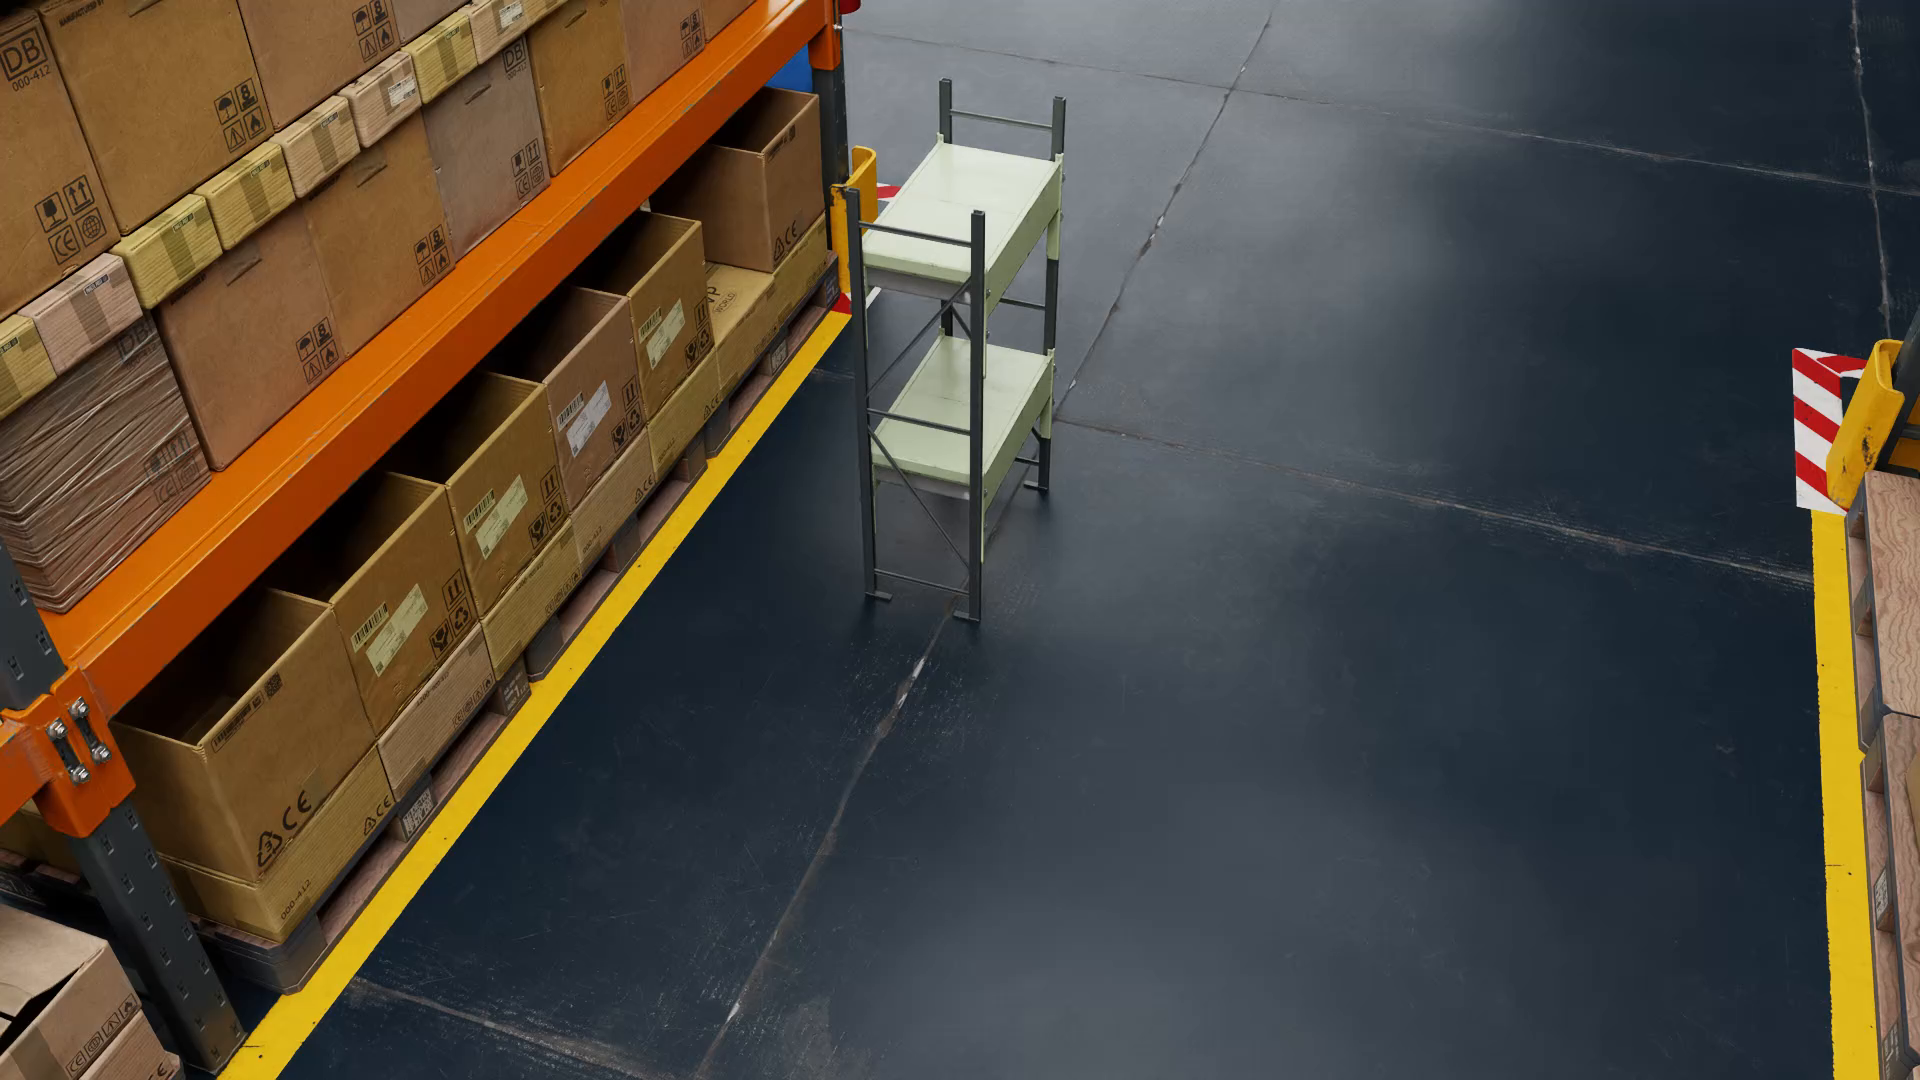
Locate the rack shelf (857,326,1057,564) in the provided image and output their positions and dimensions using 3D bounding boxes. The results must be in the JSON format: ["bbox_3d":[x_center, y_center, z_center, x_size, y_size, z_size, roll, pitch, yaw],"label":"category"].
[{"bbox_3d":[0.002,-0.327,5.480,0.431,0.370,0.720,13,42,15],"label":"rack shelf"}]

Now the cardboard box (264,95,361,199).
[{"bbox_3d":[-1.689,-0.971,4.000,0.380,0.149,0.250,12,42,14],"label":"cardboard box"}]

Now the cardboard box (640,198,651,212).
[{"bbox_3d":[-1.336,-1.218,6.661,0.500,0.250,0.500,13,42,15],"label":"cardboard box"}]

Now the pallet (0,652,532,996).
[{"bbox_3d":[-2.000,0.643,4.833,1.003,0.211,1.213,13,42,15],"label":"pallet"}]

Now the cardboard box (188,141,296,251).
[{"bbox_3d":[-1.777,-0.819,3.822,0.380,0.149,0.250,13,42,15],"label":"cardboard box"}]

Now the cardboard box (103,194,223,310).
[{"bbox_3d":[-1.865,-0.659,3.634,0.380,0.149,0.250,12,42,14],"label":"cardboard box"}]

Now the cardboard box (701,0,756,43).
[{"bbox_3d":[-1.115,-2.138,5.867,0.700,0.500,0.500,13,42,15],"label":"cardboard box"}]

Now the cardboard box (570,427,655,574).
[{"bbox_3d":[-1.351,-0.185,5.451,0.500,0.250,0.500,13,42,15],"label":"cardboard box"}]

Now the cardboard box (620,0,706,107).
[{"bbox_3d":[-1.291,-1.816,5.491,0.700,0.500,0.500,14,43,16],"label":"cardboard box"}]

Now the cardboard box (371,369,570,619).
[{"bbox_3d":[-1.517,-0.164,4.849,0.500,0.500,0.500,13,42,15],"label":"cardboard box"}]

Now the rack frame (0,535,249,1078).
[{"bbox_3d":[-2.312,0.058,3.371,1.000,3.000,0.127,13,42,15],"label":"rack frame"}]

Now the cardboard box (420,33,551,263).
[{"bbox_3d":[-1.642,-1.193,4.760,0.700,0.500,0.500,15,43,16],"label":"cardboard box"}]

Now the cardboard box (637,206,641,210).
[{"bbox_3d":[-1.505,-1.197,6.060,0.500,0.500,0.500,13,42,15],"label":"cardboard box"}]

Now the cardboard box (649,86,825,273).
[{"bbox_3d":[-0.848,-1.387,6.282,0.500,0.500,0.500,13,42,15],"label":"cardboard box"}]

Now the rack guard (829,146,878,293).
[{"bbox_3d":[-0.936,-1.445,7.059,1.175,0.500,0.348,13,42,15],"label":"rack guard"}]

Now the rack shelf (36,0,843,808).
[{"bbox_3d":[-1.628,-0.888,5.034,1.077,0.370,4.000,13,42,15],"label":"rack shelf"}]

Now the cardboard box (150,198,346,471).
[{"bbox_3d":[-1.992,-0.575,4.036,0.700,0.500,0.500,13,42,15],"label":"cardboard box"}]

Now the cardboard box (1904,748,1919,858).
[{"bbox_3d":[2.899,0.685,4.223,0.700,0.500,0.500,11,42,12],"label":"cardboard box"}]

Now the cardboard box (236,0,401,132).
[{"bbox_3d":[-1.822,-1.359,3.956,0.700,0.500,0.500,13,42,15],"label":"cardboard box"}]

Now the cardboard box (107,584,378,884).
[{"bbox_3d":[-1.859,0.446,4.134,0.500,0.500,0.500,13,42,15],"label":"cardboard box"}]

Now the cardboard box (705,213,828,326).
[{"bbox_3d":[-0.850,-1.103,6.526,0.500,0.250,0.500,13,42,15],"label":"cardboard box"}]

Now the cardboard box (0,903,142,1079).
[{"bbox_3d":[-2.181,1.042,3.581,0.500,0.311,0.500,13,42,15],"label":"cardboard box"}]

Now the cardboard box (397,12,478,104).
[{"bbox_3d":[-1.511,-1.293,4.378,0.380,0.149,0.250,13,42,15],"label":"cardboard box"}]

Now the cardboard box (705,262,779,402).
[{"bbox_3d":[-1.009,-0.795,6.166,0.500,0.250,0.500,13,42,15],"label":"cardboard box"}]

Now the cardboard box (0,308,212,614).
[{"bbox_3d":[-2.166,-0.252,3.657,0.700,0.500,0.500,12,42,14],"label":"cardboard box"}]

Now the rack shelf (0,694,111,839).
[{"bbox_3d":[-2.996,1.552,2.174,1.077,0.370,4.000,13,42,15],"label":"rack shelf"}]

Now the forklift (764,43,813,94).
[{"bbox_3d":[-2.176,-2.942,6.940,3.031,2.935,1.130,-13,42,-15],"label":"forklift"}]

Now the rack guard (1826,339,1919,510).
[{"bbox_3d":[3.687,-0.287,5.701,1.175,0.500,0.348,13,42,15],"label":"rack guard"}]

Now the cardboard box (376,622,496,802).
[{"bbox_3d":[-1.692,0.425,4.736,0.500,0.250,0.500,13,42,15],"label":"cardboard box"}]

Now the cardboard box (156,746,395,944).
[{"bbox_3d":[-1.868,0.729,4.380,0.500,0.250,0.500,13,42,15],"label":"cardboard box"}]

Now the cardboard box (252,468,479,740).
[{"bbox_3d":[-1.695,0.139,4.493,0.500,0.500,0.500,13,42,15],"label":"cardboard box"}]

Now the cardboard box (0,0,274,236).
[{"bbox_3d":[-1.994,-1.054,3.598,0.700,0.500,0.500,13,42,15],"label":"cardboard box"}]

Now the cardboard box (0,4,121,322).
[{"bbox_3d":[-2.166,-0.745,3.236,0.700,0.500,0.500,13,42,15],"label":"cardboard box"}]

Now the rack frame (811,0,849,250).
[{"bbox_3d":[-0.944,-2.382,6.230,1.000,3.000,0.127,13,42,15],"label":"rack frame"}]

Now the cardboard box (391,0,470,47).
[{"bbox_3d":[-1.651,-1.664,4.312,0.700,0.500,0.500,13,42,15],"label":"cardboard box"}]

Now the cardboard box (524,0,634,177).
[{"bbox_3d":[-1.466,-1.515,5.137,0.700,0.500,0.500,14,42,15],"label":"cardboard box"}]

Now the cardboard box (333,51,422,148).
[{"bbox_3d":[-1.601,-1.134,4.192,0.380,0.149,0.250,12,42,14],"label":"cardboard box"}]

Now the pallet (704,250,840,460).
[{"bbox_3d":[-1.166,-0.845,6.578,1.003,0.211,1.213,13,42,15],"label":"pallet"}]

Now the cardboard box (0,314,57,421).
[{"bbox_3d":[-2.038,-0.348,3.270,0.380,0.149,0.250,13,42,15],"label":"cardboard box"}]

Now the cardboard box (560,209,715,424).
[{"bbox_3d":[-1.176,-0.774,5.564,0.500,0.500,0.500,13,42,15],"label":"cardboard box"}]

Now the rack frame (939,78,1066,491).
[{"bbox_3d":[0.127,-0.798,5.530,0.400,1.500,0.023,13,42,15],"label":"rack frame"}]

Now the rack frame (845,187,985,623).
[{"bbox_3d":[-0.123,-0.351,5.006,0.400,1.500,0.023,13,42,15],"label":"rack frame"}]

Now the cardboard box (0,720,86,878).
[{"bbox_3d":[-2.358,0.613,4.515,0.500,0.250,0.500,13,42,15],"label":"cardboard box"}]

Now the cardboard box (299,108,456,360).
[{"bbox_3d":[-1.816,-0.880,4.394,0.700,0.500,0.500,14,42,16],"label":"cardboard box"}]

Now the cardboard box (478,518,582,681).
[{"bbox_3d":[-1.517,0.121,5.092,0.500,0.250,0.500,13,42,15],"label":"cardboard box"}]

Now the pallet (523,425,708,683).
[{"bbox_3d":[-1.585,-0.103,5.709,1.003,0.211,1.213,13,42,15],"label":"pallet"}]

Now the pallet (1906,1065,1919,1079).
[{"bbox_3d":[2.541,1.799,3.479,1.003,0.211,1.213,13,42,15],"label":"pallet"}]

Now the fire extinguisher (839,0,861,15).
[{"bbox_3d":[-0.467,-2.321,6.219,0.296,0.674,0.183,13,42,15],"label":"fire extinguisher"}]

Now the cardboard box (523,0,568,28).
[{"bbox_3d":[-1.337,-1.601,4.739,0.380,0.149,0.250,14,43,16],"label":"cardboard box"}]

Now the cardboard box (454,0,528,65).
[{"bbox_3d":[-1.424,-1.444,4.555,0.380,0.149,0.250,13,42,14],"label":"cardboard box"}]

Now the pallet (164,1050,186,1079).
[{"bbox_3d":[-2.527,1.577,3.739,1.003,0.211,1.213,13,42,15],"label":"pallet"}]

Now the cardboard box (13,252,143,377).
[{"bbox_3d":[-1.952,-0.501,3.449,0.380,0.149,0.250,14,42,16],"label":"cardboard box"}]

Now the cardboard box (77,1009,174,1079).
[{"bbox_3d":[-2.181,1.262,3.755,0.500,0.250,0.500,13,42,15],"label":"cardboard box"}]

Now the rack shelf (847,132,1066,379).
[{"bbox_3d":[0.002,-0.872,5.015,0.431,0.370,0.720,13,42,15],"label":"rack shelf"}]

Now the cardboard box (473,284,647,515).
[{"bbox_3d":[-1.348,-0.470,5.206,0.500,0.500,0.500,13,42,15],"label":"cardboard box"}]

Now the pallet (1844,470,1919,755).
[{"bbox_3d":[3.376,0.310,5.223,1.003,0.211,1.213,13,42,15],"label":"pallet"}]

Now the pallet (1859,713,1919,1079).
[{"bbox_3d":[2.957,1.052,4.354,1.003,0.211,1.213,13,42,15],"label":"pallet"}]

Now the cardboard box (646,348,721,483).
[{"bbox_3d":[-1.179,-0.490,5.808,0.500,0.250,0.500,13,42,15],"label":"cardboard box"}]

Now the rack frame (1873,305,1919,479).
[{"bbox_3d":[3.713,-1.284,4.944,1.000,3.000,0.127,13,42,15],"label":"rack frame"}]

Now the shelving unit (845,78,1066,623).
[{"bbox_3d":[0.002,-0.575,5.268,0.431,1.500,0.755,13,42,15],"label":"shelving unit"}]
